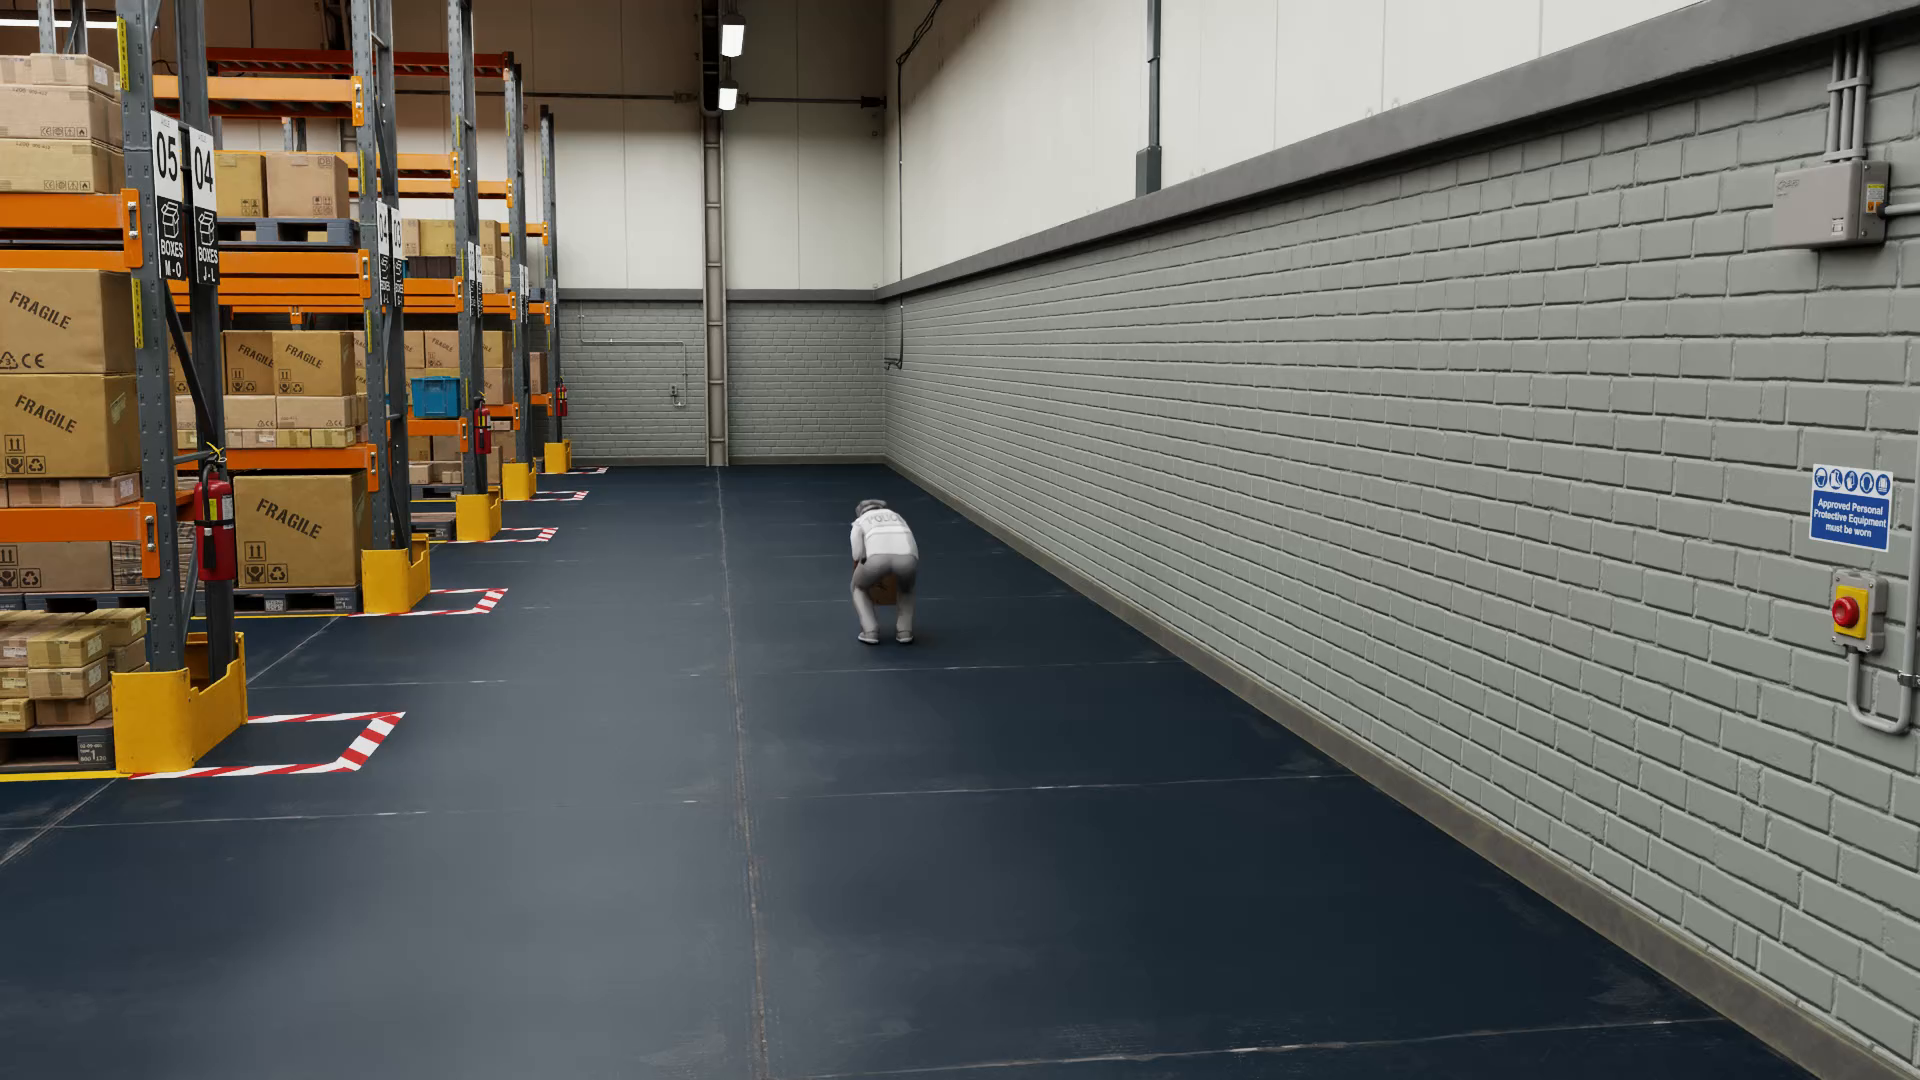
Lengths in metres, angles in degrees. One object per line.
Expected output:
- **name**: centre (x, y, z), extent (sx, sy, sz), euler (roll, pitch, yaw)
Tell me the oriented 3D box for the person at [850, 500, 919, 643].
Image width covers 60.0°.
- **person**: centre (-0.553, 0.222, 11.928), extent (0.470, 0.979, 0.917), euler (-1, 7, -11)
